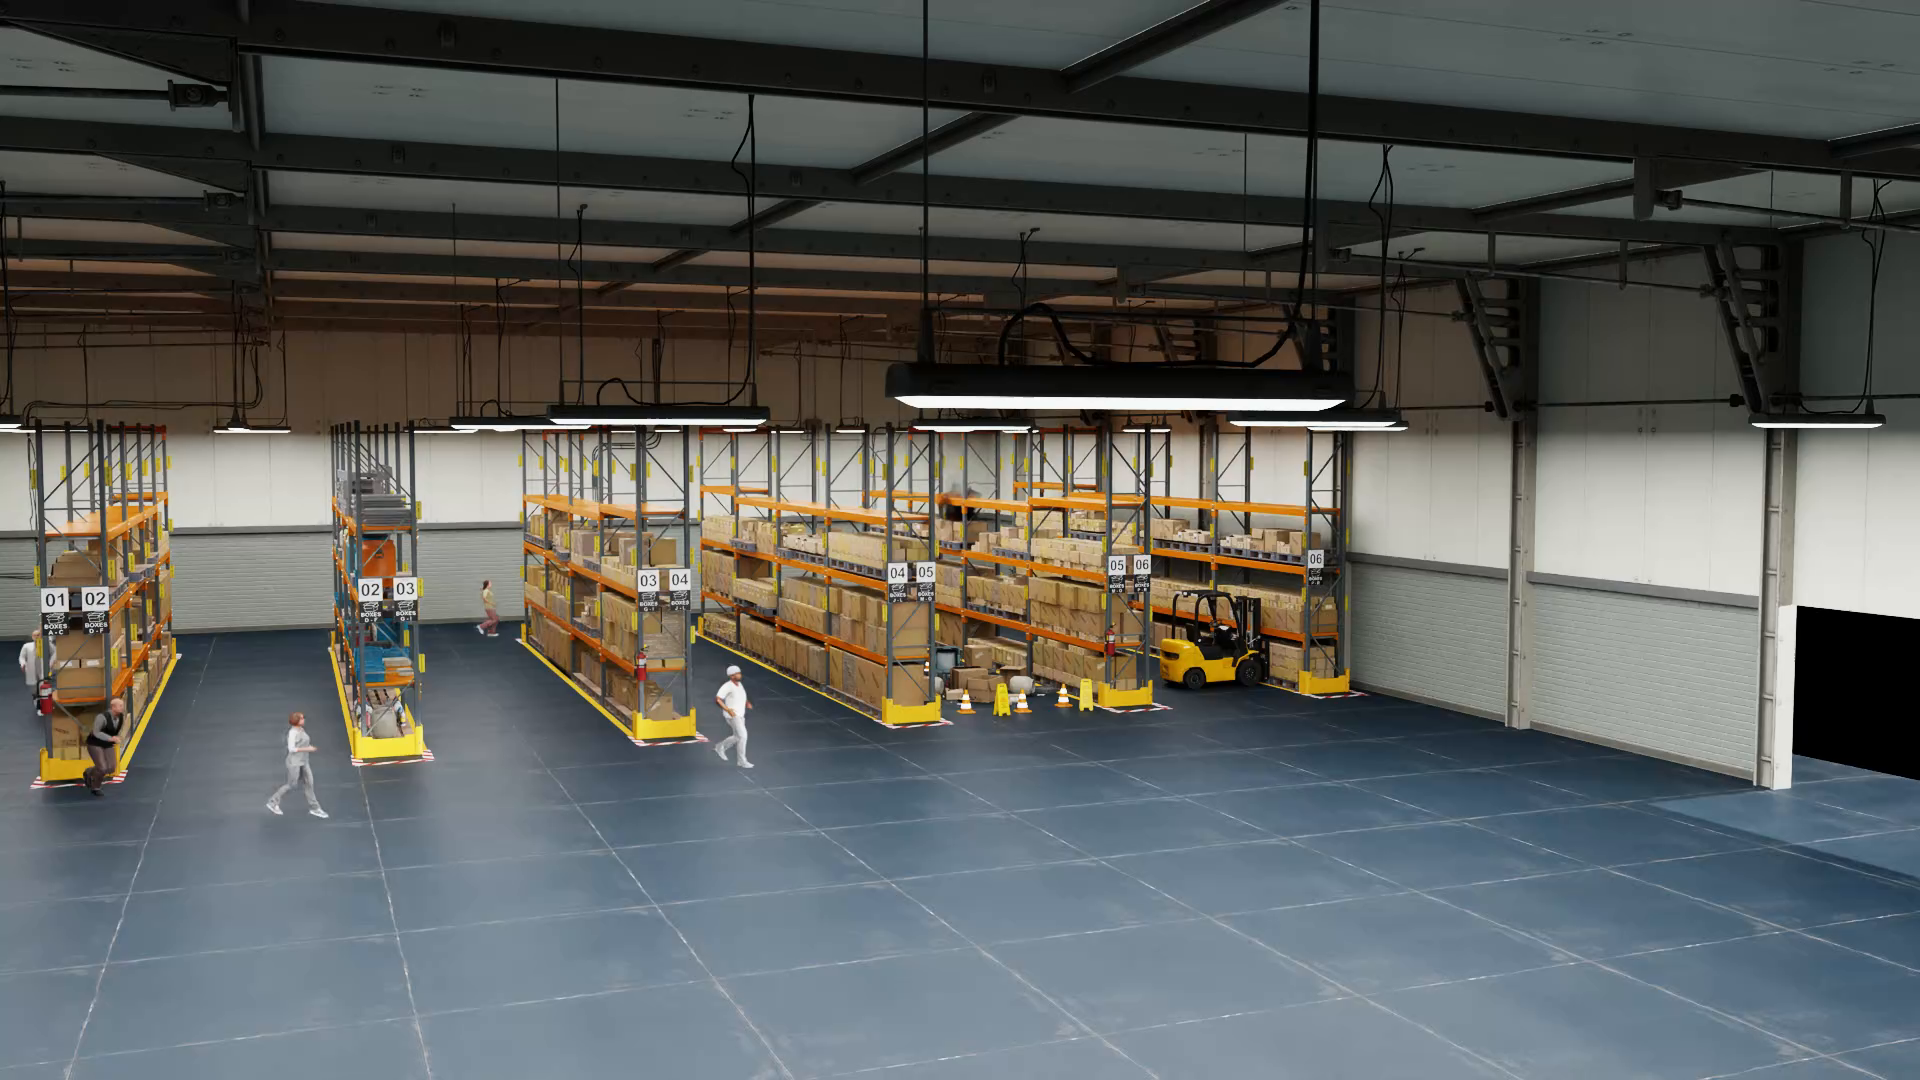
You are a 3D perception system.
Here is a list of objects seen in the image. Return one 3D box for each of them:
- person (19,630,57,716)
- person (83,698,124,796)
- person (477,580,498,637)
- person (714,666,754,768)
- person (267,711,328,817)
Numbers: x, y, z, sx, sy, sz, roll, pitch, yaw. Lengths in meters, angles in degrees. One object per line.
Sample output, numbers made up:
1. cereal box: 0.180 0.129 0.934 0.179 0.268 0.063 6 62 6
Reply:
1. person: -18.974 2.716 34.257 0.702 1.743 0.846 -2 4 -26
2. person: -13.610 3.294 26.518 0.852 1.575 0.679 1 4 14
3. person: -13.464 1.952 47.369 0.585 1.617 0.579 -1 4 -17
4. person: -3.931 3.048 28.775 0.783 1.756 0.706 1 4 16
5. person: -9.905 3.360 24.793 0.876 1.585 0.540 0 4 1
